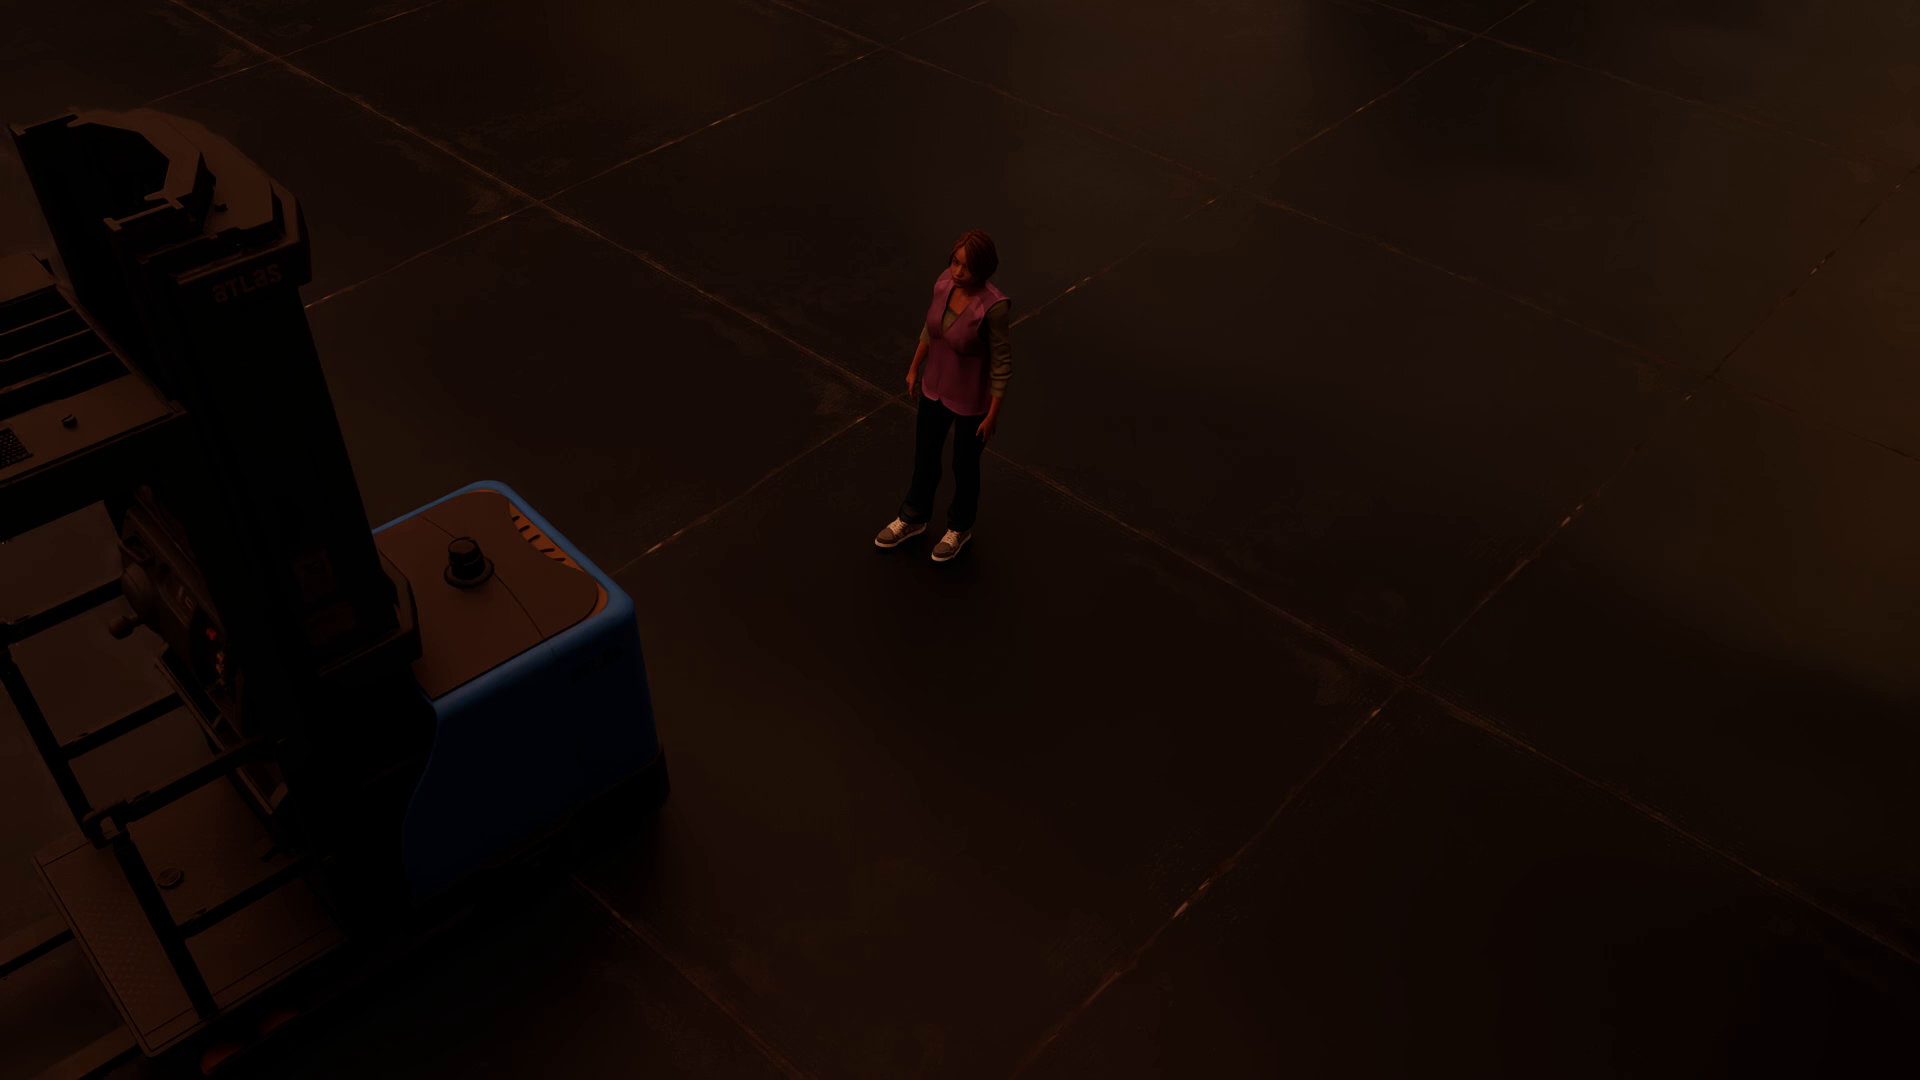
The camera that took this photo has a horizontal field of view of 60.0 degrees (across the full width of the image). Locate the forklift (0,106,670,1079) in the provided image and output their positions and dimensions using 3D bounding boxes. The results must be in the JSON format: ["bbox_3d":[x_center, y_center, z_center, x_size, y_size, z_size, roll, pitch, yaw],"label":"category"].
[{"bbox_3d":[-2.558,0.323,5.051,3.031,2.935,1.130,-30,49,-30],"label":"forklift"}]

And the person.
[{"bbox_3d":[-0.061,-0.581,7.120,0.521,1.599,0.473,31,49,31],"label":"person"}]
